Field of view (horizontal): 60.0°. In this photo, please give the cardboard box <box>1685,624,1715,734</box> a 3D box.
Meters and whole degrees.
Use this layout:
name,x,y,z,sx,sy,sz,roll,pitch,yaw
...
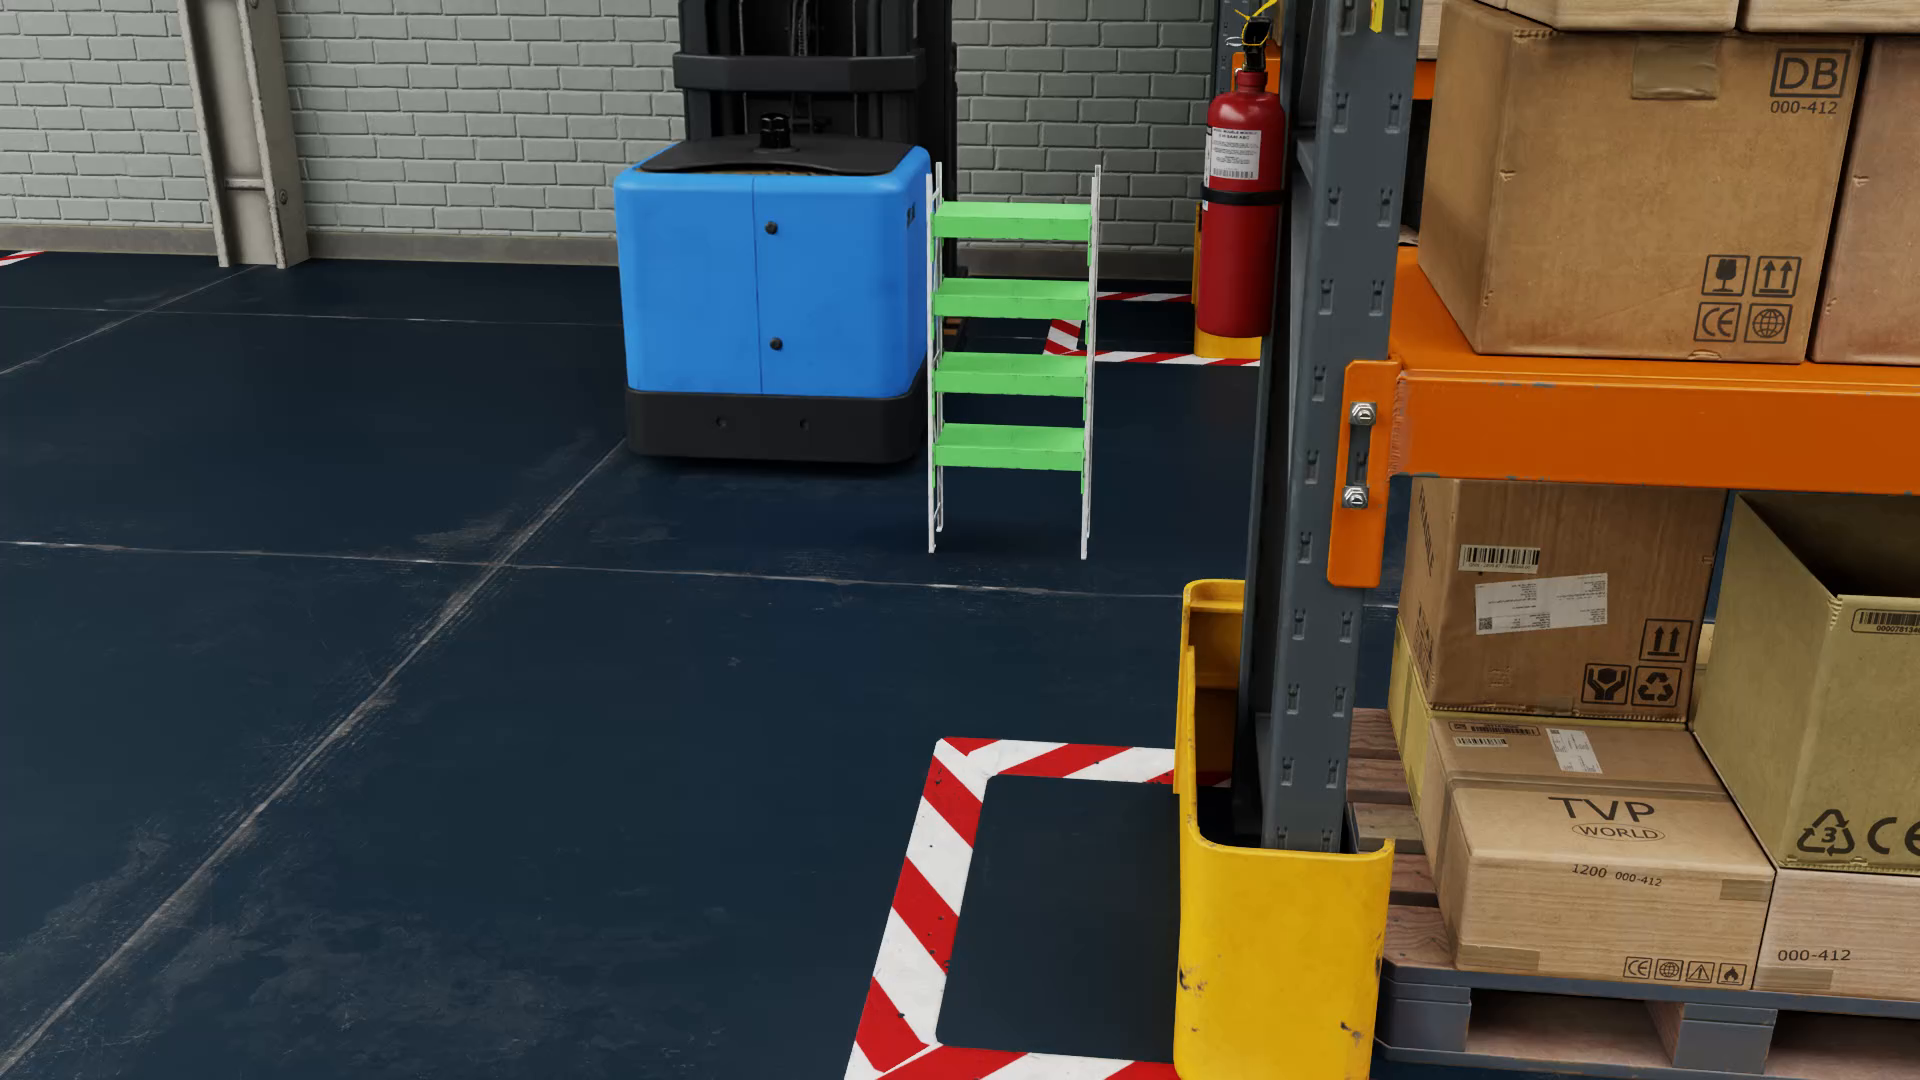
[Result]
name,x,y,z,sx,sy,sz,roll,pitch,yaw
cardboard box,1.711,0.396,3.527,0.500,0.250,0.500,2,22,6

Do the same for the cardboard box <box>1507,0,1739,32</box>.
name,x,y,z,sx,sy,sz,roll,pitch,yaw
cardboard box,1.010,-0.873,2.549,0.250,0.149,0.380,2,22,6

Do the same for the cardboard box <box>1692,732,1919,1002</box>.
name,x,y,z,sx,sy,sz,roll,pitch,yaw
cardboard box,1.649,0.588,3.041,0.500,0.250,0.500,2,22,6

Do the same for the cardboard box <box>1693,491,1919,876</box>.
name,x,y,z,sx,sy,sz,roll,pitch,yaw
cardboard box,1.649,0.240,2.902,0.500,0.500,0.500,2,22,6

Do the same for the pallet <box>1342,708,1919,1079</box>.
name,x,y,z,sx,sy,sz,roll,pitch,yaw
pallet,1.410,0.694,3.396,1.213,0.211,1.003,2,22,6

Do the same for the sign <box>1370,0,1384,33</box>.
name,x,y,z,sx,sy,sz,roll,pitch,yaw
sign,0.575,-0.857,2.243,0.005,0.325,0.100,2,22,6

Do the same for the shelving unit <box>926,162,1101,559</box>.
name,x,y,z,sx,sy,sz,roll,pitch,yaw
shelving unit,0.164,-0.551,5.201,0.503,1.200,0.258,2,22,6

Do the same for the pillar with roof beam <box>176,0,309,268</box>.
name,x,y,z,sx,sy,sz,roll,pitch,yaw
pillar with roof beam,-4.443,-4.192,3.804,0.400,9.000,9.100,2,22,6

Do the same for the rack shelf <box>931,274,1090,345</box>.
name,x,y,z,sx,sy,sz,roll,pitch,yaw
rack shelf,0.164,-0.715,5.136,0.480,0.148,0.258,2,22,6

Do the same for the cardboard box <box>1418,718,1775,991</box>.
name,x,y,z,sx,sy,sz,roll,pitch,yaw
cardboard box,1.152,0.568,3.093,0.500,0.250,0.500,2,22,6

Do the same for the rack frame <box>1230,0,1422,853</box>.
name,x,y,z,sx,sy,sz,roll,pitch,yaw
rack frame,0.646,-0.620,2.929,0.127,3.000,1.000,2,22,6

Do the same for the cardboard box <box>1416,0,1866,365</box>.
name,x,y,z,sx,sy,sz,roll,pitch,yaw
cardboard box,1.108,-0.642,2.847,0.500,0.500,0.700,3,22,6

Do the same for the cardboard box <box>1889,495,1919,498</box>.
name,x,y,z,sx,sy,sz,roll,pitch,yaw
cardboard box,2.208,0.067,3.339,0.500,0.500,0.500,2,22,6

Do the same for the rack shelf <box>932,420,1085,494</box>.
name,x,y,z,sx,sy,sz,roll,pitch,yaw
rack shelf,0.164,-0.268,5.313,0.480,0.148,0.258,2,22,6

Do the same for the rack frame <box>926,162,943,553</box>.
name,x,y,z,sx,sy,sz,roll,pitch,yaw
rack frame,-0.078,-0.561,5.228,0.015,1.200,0.240,2,22,6

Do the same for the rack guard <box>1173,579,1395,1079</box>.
name,x,y,z,sx,sy,sz,roll,pitch,yaw
rack guard,0.622,0.541,3.391,0.348,0.500,1.175,2,22,6

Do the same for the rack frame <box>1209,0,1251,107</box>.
name,x,y,z,sx,sy,sz,roll,pitch,yaw
rack frame,1.225,-2.429,7.504,0.127,3.000,1.000,2,22,6

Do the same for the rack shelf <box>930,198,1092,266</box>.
name,x,y,z,sx,sy,sz,roll,pitch,yaw
rack shelf,0.164,-0.938,5.048,0.480,0.148,0.258,2,22,6

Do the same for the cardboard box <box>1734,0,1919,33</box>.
name,x,y,z,sx,sy,sz,roll,pitch,yaw
cardboard box,1.273,-0.862,2.523,0.250,0.149,0.380,2,22,5

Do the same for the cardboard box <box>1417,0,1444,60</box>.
name,x,y,z,sx,sy,sz,roll,pitch,yaw
cardboard box,2.190,-2.214,7.137,0.500,0.250,0.500,2,22,5

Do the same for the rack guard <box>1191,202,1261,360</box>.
name,x,y,z,sx,sy,sz,roll,pitch,yaw
rack guard,1.301,-1.263,7.955,0.348,0.500,1.175,2,22,6

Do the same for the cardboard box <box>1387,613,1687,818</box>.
name,x,y,z,sx,sy,sz,roll,pitch,yaw
cardboard box,1.213,0.379,3.571,0.500,0.250,0.500,2,22,6

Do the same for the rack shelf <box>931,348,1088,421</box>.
name,x,y,z,sx,sy,sz,roll,pitch,yaw
rack shelf,0.164,-0.491,5.225,0.480,0.148,0.258,2,22,6

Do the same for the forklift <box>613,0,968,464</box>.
name,x,y,z,sx,sy,sz,roll,pitch,yaw
forklift,-0.551,-2.138,6.860,1.130,2.935,3.031,2,22,5

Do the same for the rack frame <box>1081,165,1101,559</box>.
name,x,y,z,sx,sy,sz,roll,pitch,yaw
rack frame,0.407,-0.540,5.174,0.015,1.200,0.240,2,22,6

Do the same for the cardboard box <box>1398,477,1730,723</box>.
name,x,y,z,sx,sy,sz,roll,pitch,yaw
cardboard box,1.214,0.029,3.435,0.500,0.500,0.500,2,22,6

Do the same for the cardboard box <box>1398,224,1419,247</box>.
name,x,y,z,sx,sy,sz,roll,pitch,yaw
cardboard box,1.902,-1.320,7.758,0.500,0.311,0.500,0,22,0

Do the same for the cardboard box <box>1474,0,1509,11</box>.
name,x,y,z,sx,sy,sz,roll,pitch,yaw
cardboard box,1.048,-1.021,2.925,0.250,0.149,0.380,2,22,5

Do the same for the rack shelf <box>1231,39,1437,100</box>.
name,x,y,z,sx,sy,sz,roll,pitch,yaw
rack shelf,3.211,-2.008,7.417,4.000,0.370,1.077,2,22,6

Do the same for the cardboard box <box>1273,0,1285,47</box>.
name,x,y,z,sx,sy,sz,roll,pitch,yaw
cardboard box,1.712,-2.419,7.656,0.500,0.250,0.500,3,22,7

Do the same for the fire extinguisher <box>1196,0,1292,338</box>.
name,x,y,z,sx,sy,sz,roll,pitch,yaw
fire extinguisher,0.583,-0.759,3.385,0.183,0.674,0.296,2,22,6

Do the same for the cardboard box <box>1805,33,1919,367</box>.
name,x,y,z,sx,sy,sz,roll,pitch,yaw
cardboard box,1.630,-0.621,2.794,0.500,0.500,0.700,3,22,8

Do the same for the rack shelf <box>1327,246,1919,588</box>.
name,x,y,z,sx,sy,sz,roll,pitch,yaw
rack shelf,2.632,-0.199,2.842,4.000,0.370,1.077,2,22,6
